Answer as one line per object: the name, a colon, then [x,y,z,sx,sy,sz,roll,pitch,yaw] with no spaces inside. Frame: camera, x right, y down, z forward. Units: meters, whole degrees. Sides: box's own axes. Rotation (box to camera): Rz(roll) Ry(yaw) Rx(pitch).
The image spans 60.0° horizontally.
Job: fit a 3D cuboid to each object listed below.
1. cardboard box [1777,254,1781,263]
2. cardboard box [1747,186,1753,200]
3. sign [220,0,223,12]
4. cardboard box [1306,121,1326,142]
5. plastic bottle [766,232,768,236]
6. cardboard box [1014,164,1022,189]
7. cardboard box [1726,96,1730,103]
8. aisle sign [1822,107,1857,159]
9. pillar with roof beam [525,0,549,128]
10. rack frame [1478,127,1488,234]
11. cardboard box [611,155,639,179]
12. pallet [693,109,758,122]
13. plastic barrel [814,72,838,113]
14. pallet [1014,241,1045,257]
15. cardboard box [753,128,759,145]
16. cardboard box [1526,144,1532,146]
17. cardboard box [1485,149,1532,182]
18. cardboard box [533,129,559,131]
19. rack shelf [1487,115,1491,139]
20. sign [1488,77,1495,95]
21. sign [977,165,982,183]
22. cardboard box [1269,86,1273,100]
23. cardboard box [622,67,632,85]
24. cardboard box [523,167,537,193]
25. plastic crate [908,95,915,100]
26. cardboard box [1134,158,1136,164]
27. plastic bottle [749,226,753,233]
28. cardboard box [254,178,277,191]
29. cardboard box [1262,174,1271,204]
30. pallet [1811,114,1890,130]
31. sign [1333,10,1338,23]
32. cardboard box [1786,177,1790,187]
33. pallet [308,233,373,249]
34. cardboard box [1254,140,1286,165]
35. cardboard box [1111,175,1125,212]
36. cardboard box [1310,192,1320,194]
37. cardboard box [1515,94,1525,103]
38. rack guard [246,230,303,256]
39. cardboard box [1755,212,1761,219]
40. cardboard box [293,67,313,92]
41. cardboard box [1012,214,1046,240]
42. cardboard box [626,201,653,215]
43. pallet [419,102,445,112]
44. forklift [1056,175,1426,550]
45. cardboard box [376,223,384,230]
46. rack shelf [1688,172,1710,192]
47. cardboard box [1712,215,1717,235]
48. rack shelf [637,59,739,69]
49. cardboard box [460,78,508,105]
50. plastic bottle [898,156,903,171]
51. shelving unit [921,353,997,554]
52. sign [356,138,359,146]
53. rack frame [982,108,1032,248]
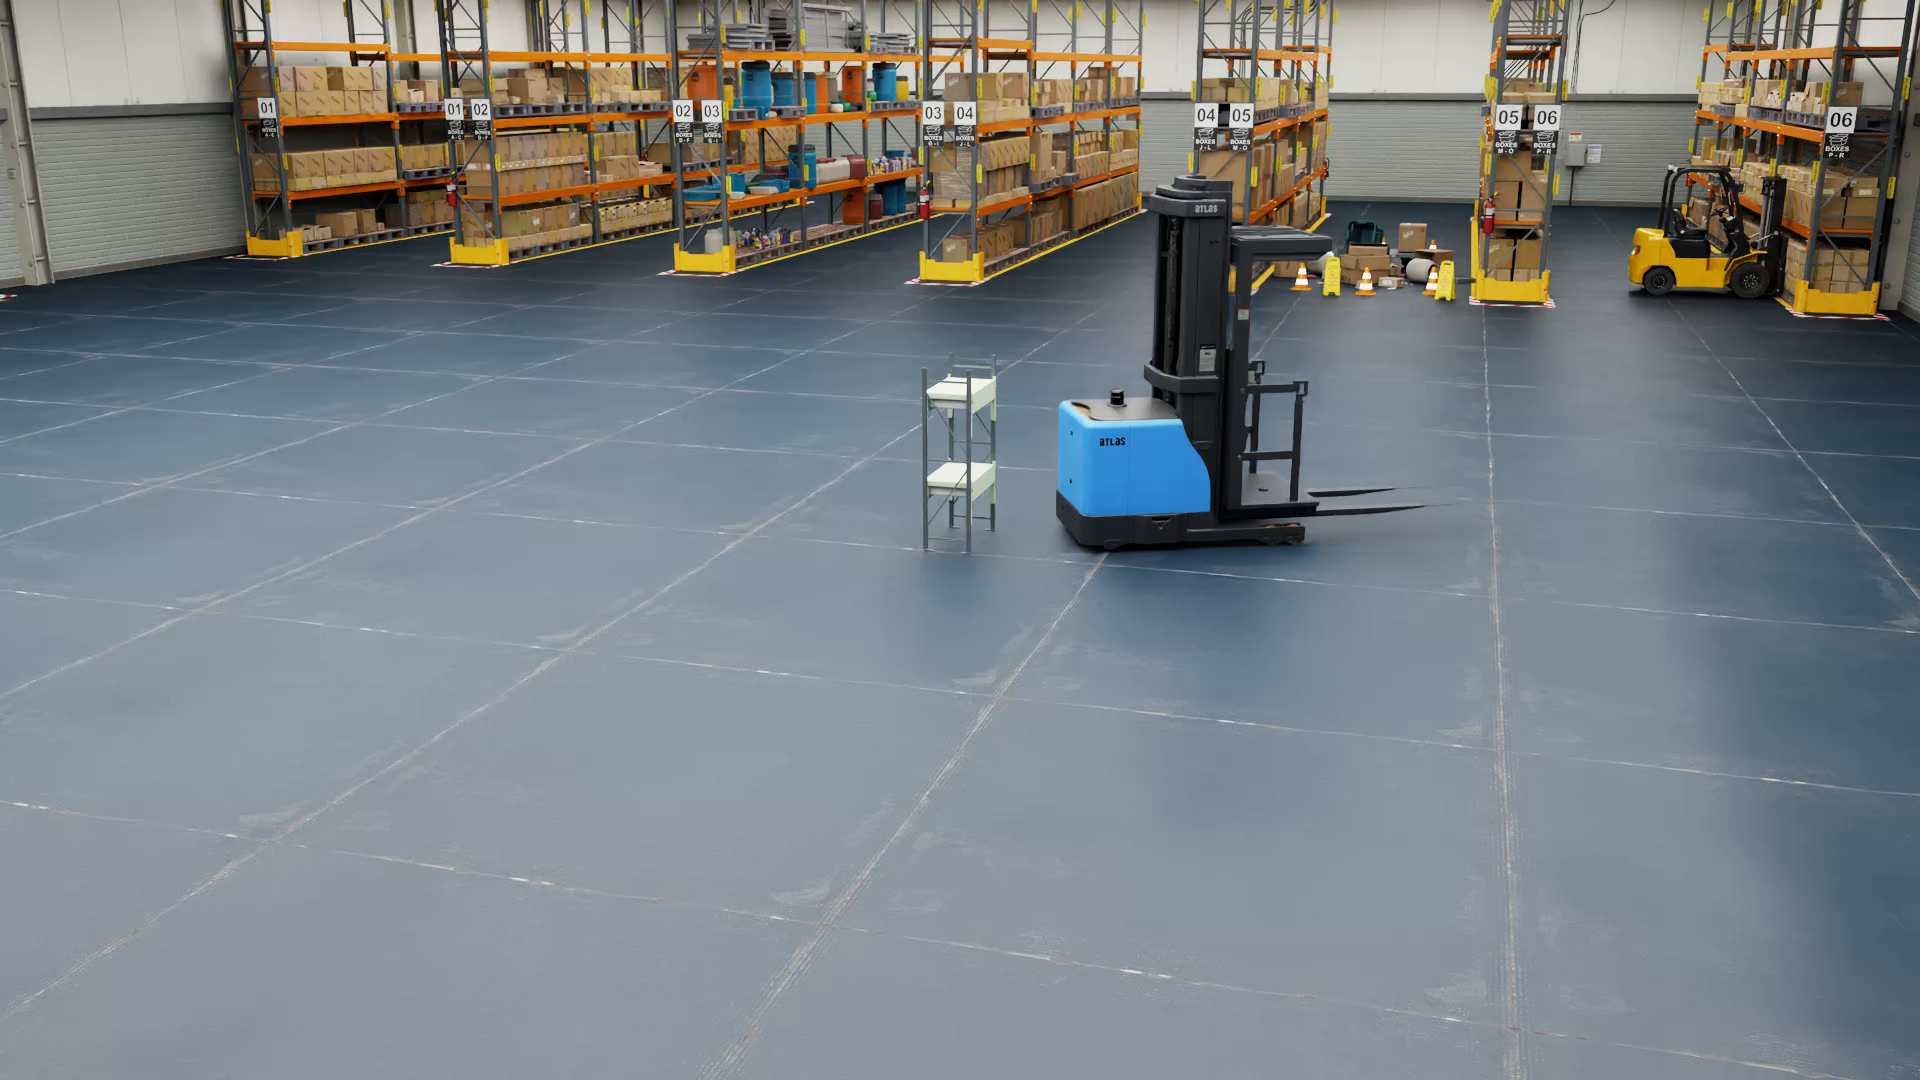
cardboard box: [14.348,-4.792,28.582,0.500,0.250,0.500,5,16,16]
cardboard box: [15.710,-6.781,32.513,0.500,0.250,0.500,4,16,14]
sign: [-14.951,-10.888,33.724,0.100,0.325,0.005,5,16,16]
cardboard box: [9.205,-10.584,43.086,0.500,0.500,0.500,4,16,15]
plastic bottle: [-3.994,-6.252,34.545,0.061,0.283,0.133,5,16,16]
cardboard box: [0.772,-7.401,33.695,0.875,0.500,0.500,5,16,16]
cardboard box: [16.660,-9.455,35.677,0.380,0.149,0.250,5,17,17]
aisle sign: [13.784,-6.380,26.060,0.394,0.787,0.004,5,16,16]
pillar with roof beam: [-7.517,-13.370,44.476,9.100,9.000,0.400,5,16,16]
rack frame: [12.735,-8.647,38.818,1.000,3.000,0.127,5,16,16]
cardboard box: [-7.862,-8.746,38.983,0.500,0.500,0.500,4,16,13]
pallet: [-4.597,-8.221,32.165,1.003,0.211,1.213,5,16,16]
plastic barrel: [-3.094,-10.239,38.016,0.600,0.901,0.600,0,16,0]
pallet: [1.179,-6.185,35.247,1.003,0.211,1.213,5,16,16]
cardboard box: [-5.714,-10.950,44.922,0.500,0.500,0.500,4,16,14]
cardboard box: [11.403,-7.856,33.342,0.380,0.149,0.250,4,16,13]
cardboard box: [9.260,-6.330,28.089,0.700,0.500,0.500,4,16,15]
cardboard box: [-11.056,-10.854,44.461,0.500,0.250,0.500,5,17,17]
rack shelf: [11.029,-8.174,32.972,1.077,0.370,4.000,5,16,16]
sign: [9.928,-8.477,31.053,0.100,0.325,0.005,5,16,16]
sign: [0.343,-6.650,30.192,0.100,0.325,0.005,5,16,16]
cardboard box: [5.505,-8.264,30.747,0.500,0.250,0.500,4,16,15]
cardboard box: [-9.824,-13.383,47.967,0.500,0.500,0.500,5,16,16]
cardboard box: [-9.238,-7.481,34.526,0.700,0.500,0.500,5,17,16]
plastic crate: [-1.305,-11.676,44.218,0.437,0.282,0.530,5,16,16]
cardboard box: [4.512,-10.154,44.592,0.380,0.149,0.250,5,17,16]
plastic bottle: [-4.416,-6.465,35.172,0.144,0.351,0.185,5,17,17]
cardboard box: [-14.477,-7.503,35.023,0.500,0.250,0.500,5,17,17]
cardboard box: [5.458,-6.740,31.821,0.875,0.550,0.550,5,16,16]
pallet: [14.310,-6.707,26.643,1.003,0.211,1.213,5,16,16]
sign: [9.623,-13.414,42.629,0.100,0.325,0.005,5,16,16]
cardboard box: [14.542,-6.202,28.825,0.380,0.149,0.250,4,16,15]
pallet: [-13.789,-6.634,36.833,1.003,0.211,1.213,5,16,16]
cardboard box: [6.544,-8.238,35.360,0.700,0.500,0.500,4,16,15]
cardboard box: [3.753,-8.997,43.177,0.875,0.875,0.875,5,16,16]
cardboard box: [9.189,-9.009,43.460,0.380,0.149,0.250,5,17,17]
cardboard box: [9.424,-7.520,28.345,0.380,0.149,0.250,5,17,16]
rack guard: [-14.403,-6.245,34.932,1.175,0.500,0.348,5,16,16]
cardboard box: [16.900,-6.779,34.855,0.380,0.149,0.250,5,17,17]
cardboard box: [-13.891,-9.619,34.697,0.500,0.500,0.500,4,16,15]
cardboard box: [1.467,-6.760,35.940,0.700,0.500,0.500,3,16,11]
cardboard box: [-7.601,-7.863,39.294,0.500,0.311,0.500,5,16,16]
pallet: [-12.718,-10.252,39.325,1.213,0.211,1.003,5,16,16]
forklift: [2.390,-1.504,13.759,3.031,2.935,1.130,-3,16,-10]
cardboard box: [-13.411,-7.181,38.036,0.380,0.166,0.250,2,16,9]
rack shelf: [18.063,-8.440,39.407,1.077,0.370,4.000,5,16,16]
cardboard box: [17.000,-7.013,36.869,0.500,0.500,0.500,4,16,15]
rack shelf: [-6.832,-12.009,41.728,1.077,0.370,4.000,5,16,16]
cardboard box: [-9.507,-8.957,33.199,0.797,0.503,0.637,6,17,20]
plastic bottle: [-1.516,-9.461,41.780,0.144,0.351,0.185,5,16,16]
shelving unit: [-0.002,-0.720,13.619,0.431,1.500,0.755,5,16,16]
sign: [-13.821,-9.074,38.201,0.100,0.325,0.005,5,16,16]
rack frame: [0.960,-7.322,34.148,1.000,3.000,0.127,5,16,16]
